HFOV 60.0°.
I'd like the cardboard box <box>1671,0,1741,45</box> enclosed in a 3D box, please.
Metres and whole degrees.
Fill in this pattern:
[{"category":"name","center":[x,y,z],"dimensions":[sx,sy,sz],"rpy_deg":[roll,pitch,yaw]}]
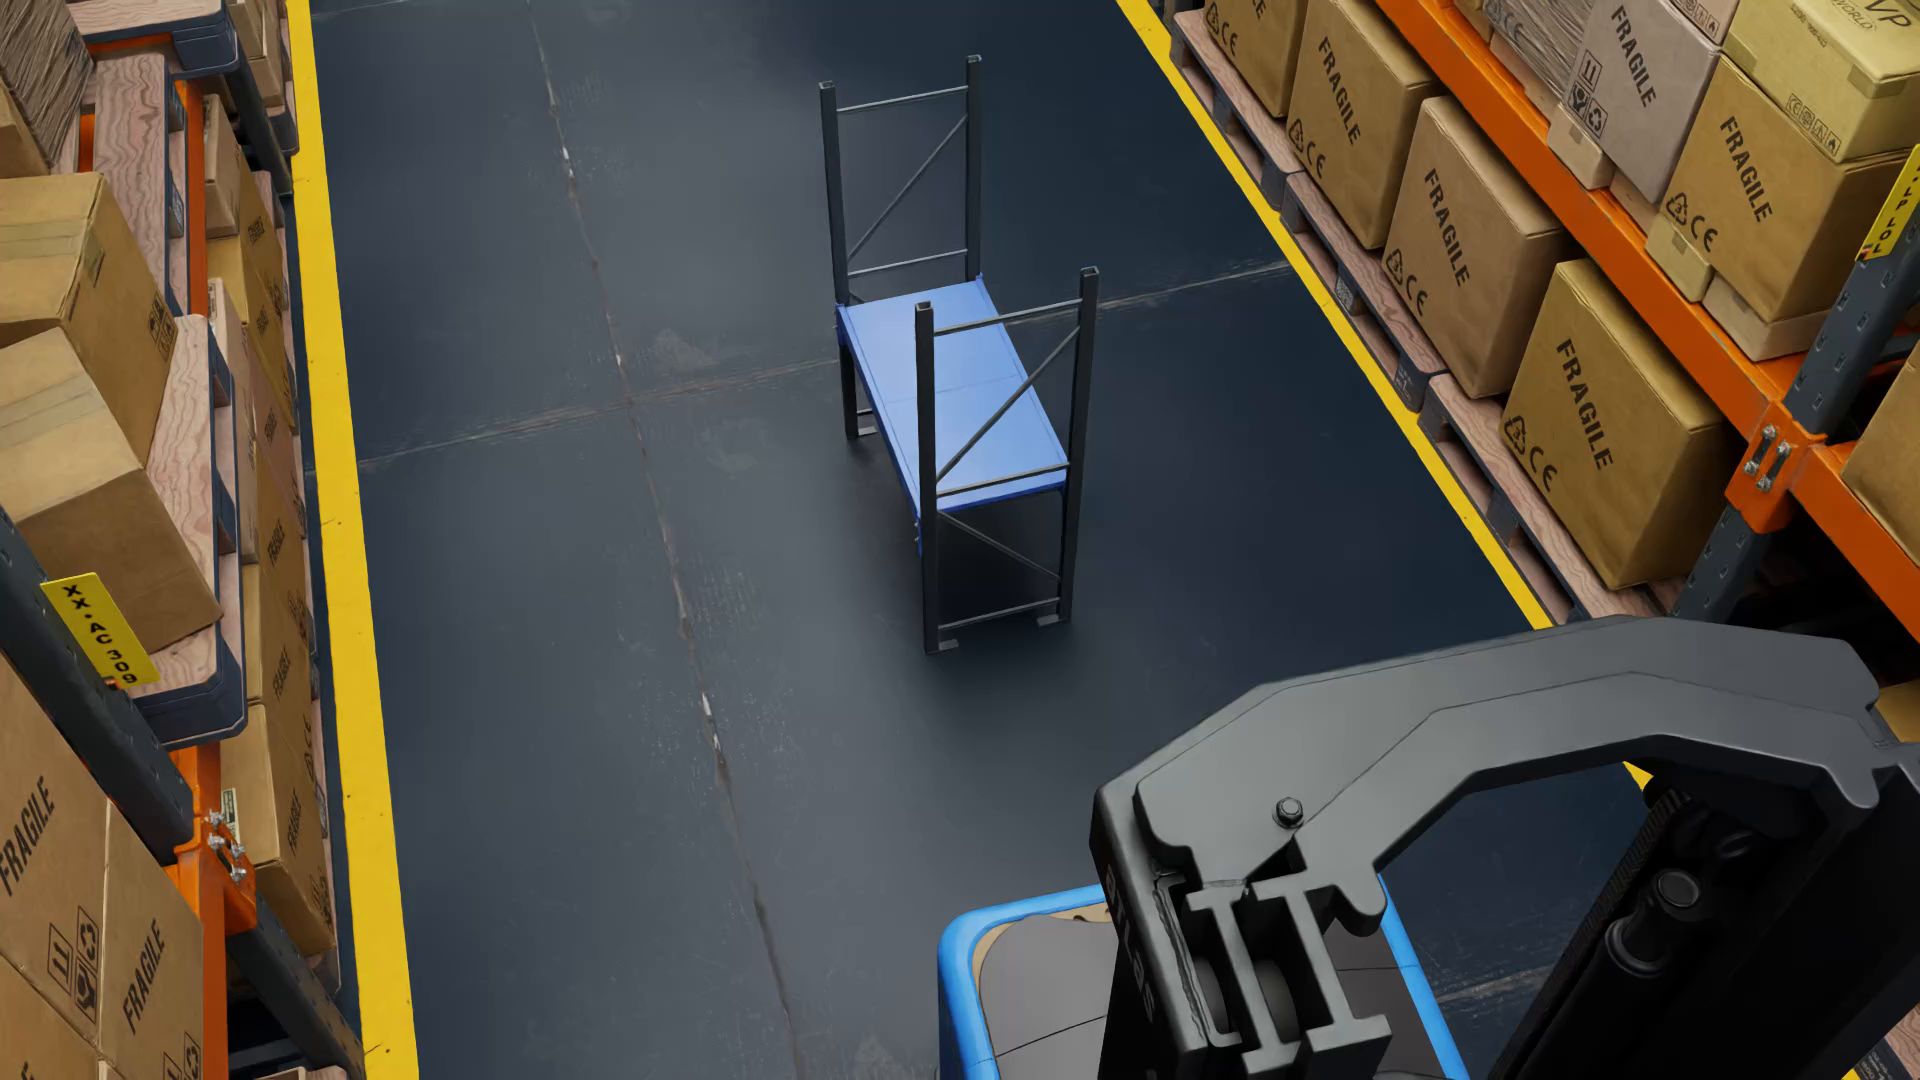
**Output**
[{"category":"cardboard box","center":[2.103,-1.576,4.353],"dimensions":[0.500,0.250,0.500],"rpy_deg":[-12,51,-10]}]

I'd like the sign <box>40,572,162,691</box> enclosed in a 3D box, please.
[{"category":"sign","center":[-1.587,0.175,3.075],"dimensions":[0.100,0.325,0.005],"rpy_deg":[-13,51,-11]}]

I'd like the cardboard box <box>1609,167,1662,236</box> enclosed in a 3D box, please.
[{"category":"cardboard box","center":[2.126,-1.028,4.806],"dimensions":[0.380,0.149,0.250],"rpy_deg":[-12,51,-10]}]

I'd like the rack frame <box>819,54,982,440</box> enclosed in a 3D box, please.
[{"category":"rack frame","center":[-0.176,-0.917,5.542],"dimensions":[0.500,1.500,0.032],"rpy_deg":[-13,51,-11]}]

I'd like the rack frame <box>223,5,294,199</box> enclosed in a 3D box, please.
[{"category":"rack frame","center":[-3.286,-2.340,5.760],"dimensions":[1.000,3.000,0.127],"rpy_deg":[-13,51,-11]}]

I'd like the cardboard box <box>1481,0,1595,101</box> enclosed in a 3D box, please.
[{"category":"cardboard box","center":[1.949,-1.695,4.944],"dimensions":[0.500,0.500,0.500],"rpy_deg":[-13,51,-11]}]

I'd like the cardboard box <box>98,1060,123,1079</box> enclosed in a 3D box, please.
[{"category":"cardboard box","center":[-1.557,1.233,2.683],"dimensions":[0.500,0.500,0.500],"rpy_deg":[-12,51,-10]}]

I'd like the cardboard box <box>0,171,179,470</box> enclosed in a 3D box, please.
[{"category":"cardboard box","center":[-2.294,-0.470,3.844],"dimensions":[0.700,0.500,0.500],"rpy_deg":[-6,50,-5]}]

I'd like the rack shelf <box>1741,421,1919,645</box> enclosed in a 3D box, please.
[{"category":"rack shelf","center":[3.219,1.152,3.288],"dimensions":[1.077,0.370,4.000],"rpy_deg":[-13,51,-11]}]

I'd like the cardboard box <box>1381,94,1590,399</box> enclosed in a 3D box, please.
[{"category":"cardboard box","center":[2.045,-1.077,5.828],"dimensions":[0.750,0.750,0.750],"rpy_deg":[-12,51,-10]}]

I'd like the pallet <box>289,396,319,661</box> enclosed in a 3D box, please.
[{"category":"pallet","center":[-2.745,0.002,5.610],"dimensions":[1.003,0.211,1.213],"rpy_deg":[-13,51,-11]}]

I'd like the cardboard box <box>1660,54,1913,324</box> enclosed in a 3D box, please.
[{"category":"cardboard box","center":[2.250,-0.956,4.321],"dimensions":[0.500,0.500,0.500],"rpy_deg":[-14,51,-12]}]

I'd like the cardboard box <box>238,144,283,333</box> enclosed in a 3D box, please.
[{"category":"cardboard box","center":[-2.786,-1.046,6.017],"dimensions":[0.500,0.500,0.500],"rpy_deg":[-12,51,-10]}]

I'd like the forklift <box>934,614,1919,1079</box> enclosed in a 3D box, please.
[{"category":"forklift","center":[0.763,1.596,2.488],"dimensions":[1.130,2.935,3.031],"rpy_deg":[-10,51,-8]}]

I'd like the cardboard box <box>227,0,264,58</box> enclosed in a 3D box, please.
[{"category":"cardboard box","center":[-3.161,-2.218,6.815],"dimensions":[0.500,0.311,0.500],"rpy_deg":[-12,51,-10]}]

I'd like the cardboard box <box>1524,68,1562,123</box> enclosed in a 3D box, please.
[{"category":"cardboard box","center":[1.983,-1.401,5.120],"dimensions":[0.380,0.149,0.250],"rpy_deg":[-13,51,-11]}]

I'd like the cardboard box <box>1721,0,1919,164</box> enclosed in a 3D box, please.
[{"category":"cardboard box","center":[2.245,-1.200,4.037],"dimensions":[0.500,0.250,0.500],"rpy_deg":[-12,51,-10]}]

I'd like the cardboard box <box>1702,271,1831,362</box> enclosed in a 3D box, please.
[{"category":"cardboard box","center":[2.257,-0.649,4.487],"dimensions":[0.380,0.149,0.250],"rpy_deg":[-13,51,-11]}]

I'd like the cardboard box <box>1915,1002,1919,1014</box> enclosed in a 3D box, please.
[{"category":"cardboard box","center":[2.896,1.066,4.249],"dimensions":[0.700,0.500,0.500],"rpy_deg":[-14,51,-11]}]

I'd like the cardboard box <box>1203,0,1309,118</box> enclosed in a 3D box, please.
[{"category":"cardboard box","center":[1.537,-2.338,6.891],"dimensions":[0.750,0.750,0.750],"rpy_deg":[-14,51,-11]}]

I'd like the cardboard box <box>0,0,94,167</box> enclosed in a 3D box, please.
[{"category":"cardboard box","center":[-2.904,-1.362,4.596],"dimensions":[0.700,0.500,0.500],"rpy_deg":[-5,50,-4]}]

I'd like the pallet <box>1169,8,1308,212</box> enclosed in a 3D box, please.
[{"category":"pallet","center":[1.606,-1.971,7.273],"dimensions":[1.003,0.211,1.213],"rpy_deg":[-13,51,-11]}]

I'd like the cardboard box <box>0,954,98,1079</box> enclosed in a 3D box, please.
[{"category":"cardboard box","center":[-1.553,0.912,2.300],"dimensions":[0.500,0.500,0.500],"rpy_deg":[-14,51,-12]}]

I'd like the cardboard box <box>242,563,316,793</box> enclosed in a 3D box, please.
[{"category":"cardboard box","center":[-2.182,0.450,4.756],"dimensions":[0.500,0.500,0.500],"rpy_deg":[-13,51,-10]}]

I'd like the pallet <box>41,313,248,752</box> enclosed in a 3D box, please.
[{"category":"pallet","center":[-2.236,0.035,3.884],"dimensions":[1.003,0.211,1.213],"rpy_deg":[-13,51,-11]}]

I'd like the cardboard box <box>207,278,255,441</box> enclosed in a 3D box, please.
[{"category":"cardboard box","center":[-2.458,-0.501,5.067],"dimensions":[0.500,0.250,0.500],"rpy_deg":[-14,51,-12]}]

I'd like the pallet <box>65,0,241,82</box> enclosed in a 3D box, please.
[{"category":"pallet","center":[-3.019,-1.799,5.430],"dimensions":[1.213,0.211,1.003],"rpy_deg":[-13,51,-11]}]

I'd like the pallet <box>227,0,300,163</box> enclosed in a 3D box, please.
[{"category":"pallet","center":[-3.493,-2.051,7.341],"dimensions":[1.003,0.211,1.213],"rpy_deg":[-13,51,-11]}]

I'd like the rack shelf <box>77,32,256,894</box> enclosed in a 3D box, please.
[{"category":"rack shelf","center":[-2.695,-0.647,4.804],"dimensions":[1.077,0.370,4.000],"rpy_deg":[-13,51,-11]}]

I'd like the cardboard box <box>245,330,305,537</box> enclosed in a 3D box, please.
[{"category":"cardboard box","center":[-2.472,-0.286,5.376],"dimensions":[0.500,0.500,0.500],"rpy_deg":[-15,52,-12]}]

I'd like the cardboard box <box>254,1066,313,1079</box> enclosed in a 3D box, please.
[{"category":"cardboard box","center":[-1.664,1.598,3.788],"dimensions":[0.500,0.500,0.500],"rpy_deg":[-13,51,-11]}]

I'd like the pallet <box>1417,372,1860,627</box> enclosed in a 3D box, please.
[{"category":"pallet","center":[2.327,-0.189,5.771],"dimensions":[1.003,0.211,1.213],"rpy_deg":[-13,51,-11]}]

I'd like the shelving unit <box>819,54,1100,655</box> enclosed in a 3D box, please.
[{"category":"shelving unit","center":[-0.025,-0.546,5.229],"dimensions":[0.538,1.500,1.048],"rpy_deg":[-13,51,-11]}]

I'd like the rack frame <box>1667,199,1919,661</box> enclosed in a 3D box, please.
[{"category":"rack frame","center":[2.628,-0.541,4.244],"dimensions":[1.000,3.000,0.127],"rpy_deg":[-13,51,-11]}]

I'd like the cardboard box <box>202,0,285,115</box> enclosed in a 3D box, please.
[{"category":"cardboard box","center":[-3.161,-2.038,7.030],"dimensions":[0.500,0.250,0.500],"rpy_deg":[-13,51,-11]}]

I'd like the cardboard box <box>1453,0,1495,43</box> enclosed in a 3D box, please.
[{"category":"cardboard box","center":[1.856,-1.784,5.443],"dimensions":[0.380,0.149,0.250],"rpy_deg":[-12,51,-10]}]

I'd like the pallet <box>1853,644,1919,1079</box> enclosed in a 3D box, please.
[{"category":"pallet","center":[2.778,0.931,4.827],"dimensions":[1.003,0.211,1.213],"rpy_deg":[-13,51,-11]}]
